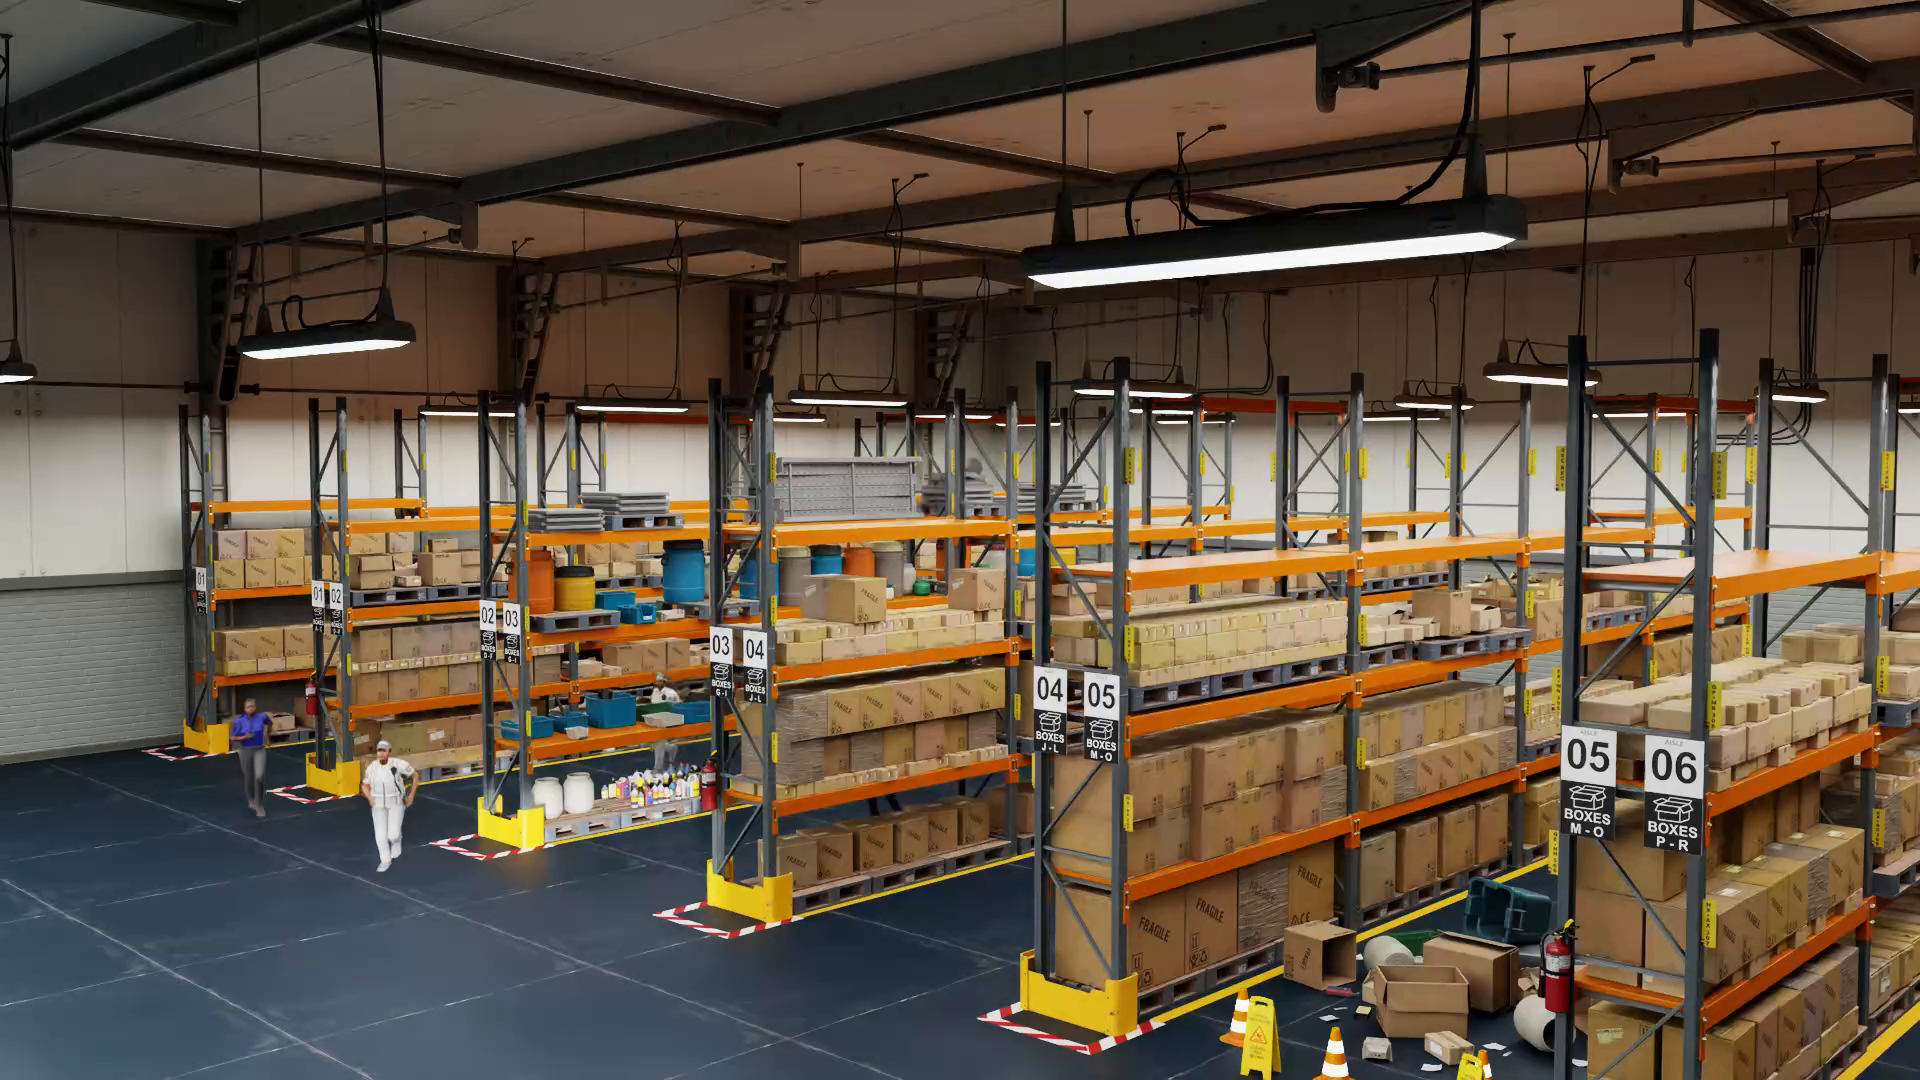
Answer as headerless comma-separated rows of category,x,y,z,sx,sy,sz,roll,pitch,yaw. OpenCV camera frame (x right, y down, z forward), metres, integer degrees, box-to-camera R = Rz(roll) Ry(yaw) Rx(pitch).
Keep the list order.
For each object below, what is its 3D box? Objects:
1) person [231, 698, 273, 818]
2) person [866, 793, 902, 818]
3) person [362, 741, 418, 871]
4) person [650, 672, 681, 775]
person,-10.093,3.110,23.731,0.544,1.712,0.812,-1,3,-22
person,-1.025,3.187,22.521,0.517,1.631,0.714,2,4,38
person,-7.045,3.284,20.493,0.639,1.629,0.592,0,3,-5
person,-4.733,2.938,26.775,0.598,1.671,0.666,2,3,29
